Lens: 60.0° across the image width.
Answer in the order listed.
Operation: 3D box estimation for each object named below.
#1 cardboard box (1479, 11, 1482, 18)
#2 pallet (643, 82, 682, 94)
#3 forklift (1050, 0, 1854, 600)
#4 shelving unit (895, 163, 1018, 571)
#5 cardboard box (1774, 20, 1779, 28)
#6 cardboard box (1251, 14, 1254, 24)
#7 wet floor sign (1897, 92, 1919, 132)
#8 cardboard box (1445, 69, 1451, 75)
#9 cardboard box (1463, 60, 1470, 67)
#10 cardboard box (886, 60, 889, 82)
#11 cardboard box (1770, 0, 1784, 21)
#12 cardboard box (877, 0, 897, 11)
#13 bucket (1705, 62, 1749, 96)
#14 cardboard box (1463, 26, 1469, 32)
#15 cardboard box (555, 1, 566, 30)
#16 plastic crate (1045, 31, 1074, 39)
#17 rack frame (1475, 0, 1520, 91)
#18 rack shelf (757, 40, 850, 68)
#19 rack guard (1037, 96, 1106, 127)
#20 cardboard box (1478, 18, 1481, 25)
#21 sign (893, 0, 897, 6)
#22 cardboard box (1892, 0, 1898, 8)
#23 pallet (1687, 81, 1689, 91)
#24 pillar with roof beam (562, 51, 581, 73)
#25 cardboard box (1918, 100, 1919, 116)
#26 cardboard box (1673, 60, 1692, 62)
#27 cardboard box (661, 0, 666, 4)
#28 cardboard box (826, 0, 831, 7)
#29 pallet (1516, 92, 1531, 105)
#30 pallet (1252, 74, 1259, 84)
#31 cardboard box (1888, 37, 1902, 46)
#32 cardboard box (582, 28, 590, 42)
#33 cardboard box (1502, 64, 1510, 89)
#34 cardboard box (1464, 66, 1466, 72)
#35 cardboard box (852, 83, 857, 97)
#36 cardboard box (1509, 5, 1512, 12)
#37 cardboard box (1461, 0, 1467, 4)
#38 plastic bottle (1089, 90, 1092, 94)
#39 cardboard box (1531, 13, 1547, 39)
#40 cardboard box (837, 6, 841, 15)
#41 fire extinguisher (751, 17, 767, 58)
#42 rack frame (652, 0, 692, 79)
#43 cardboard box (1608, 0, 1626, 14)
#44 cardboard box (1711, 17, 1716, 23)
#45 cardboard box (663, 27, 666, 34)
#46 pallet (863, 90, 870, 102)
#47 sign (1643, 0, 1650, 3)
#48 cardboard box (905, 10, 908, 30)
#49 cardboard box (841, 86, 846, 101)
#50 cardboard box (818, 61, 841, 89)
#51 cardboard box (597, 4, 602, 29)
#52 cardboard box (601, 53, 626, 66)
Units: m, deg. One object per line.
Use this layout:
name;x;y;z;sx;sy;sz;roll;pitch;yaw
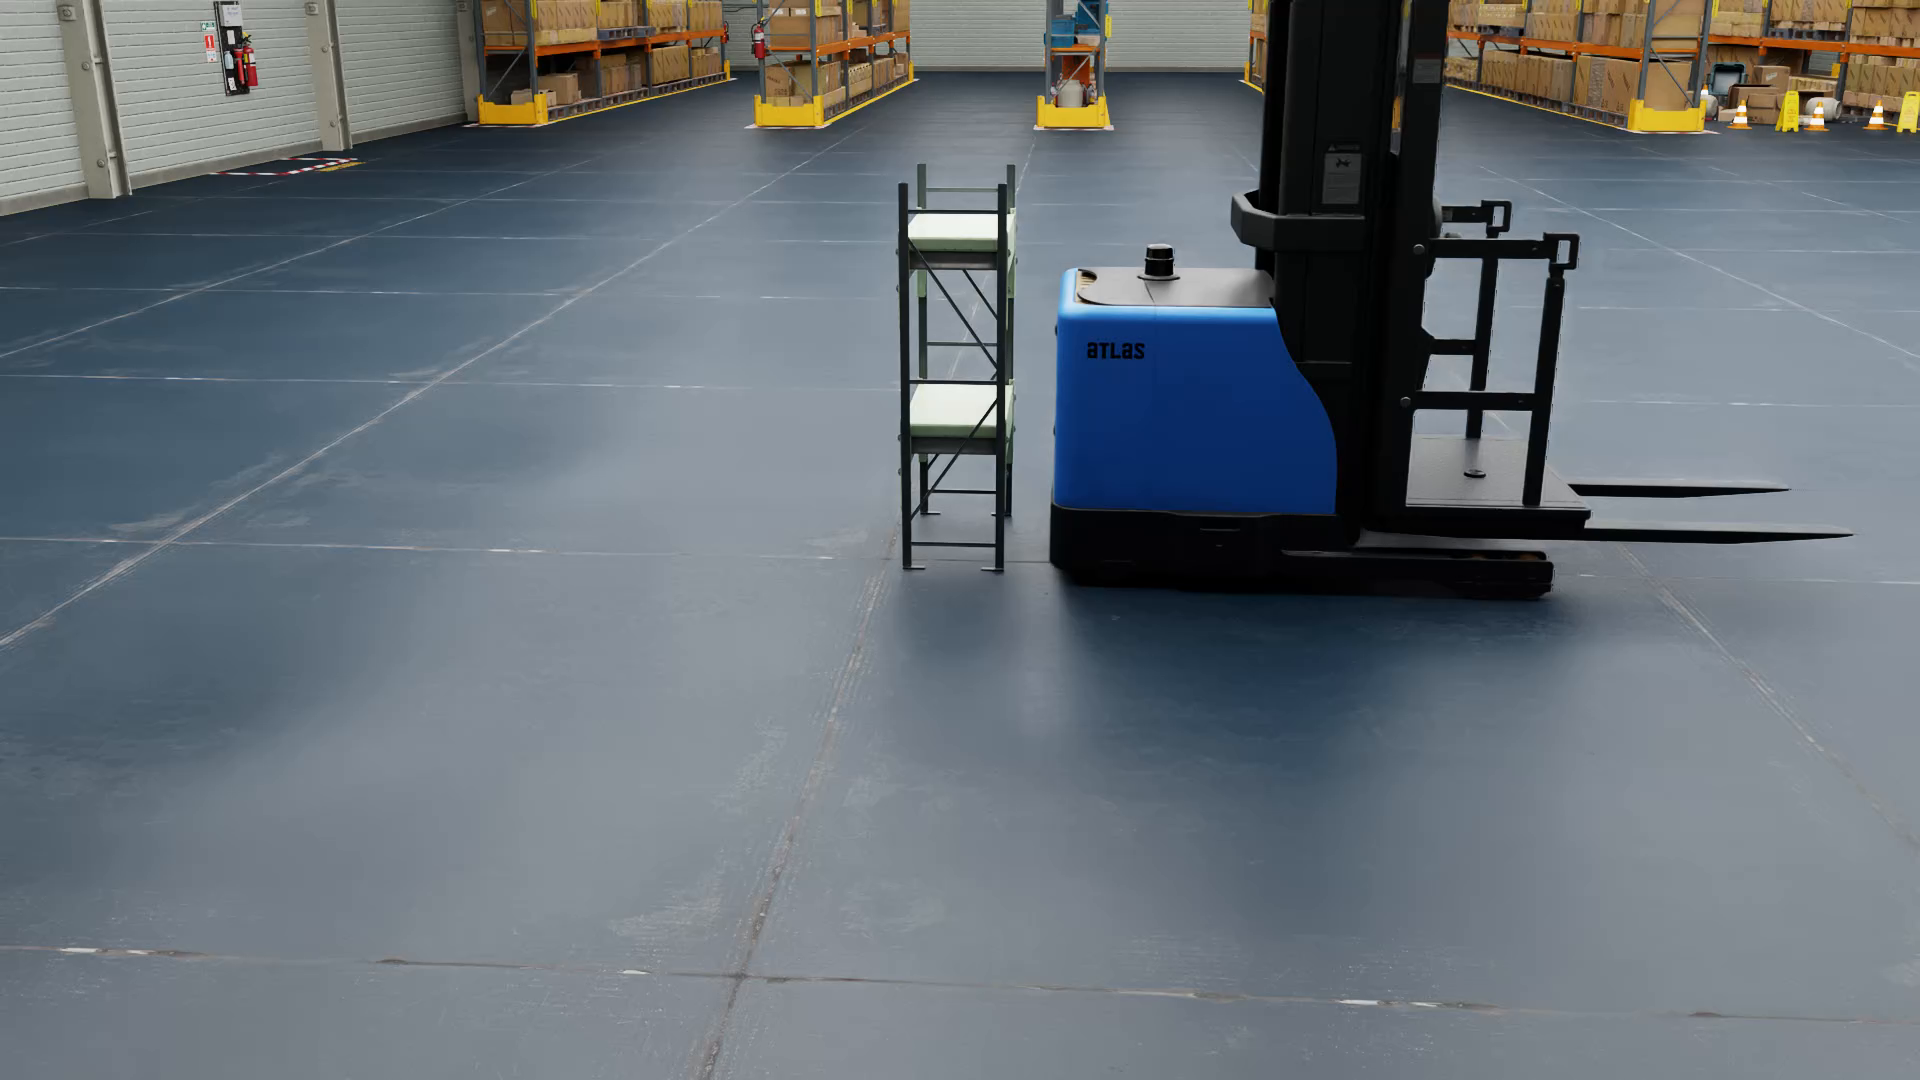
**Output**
cardboard box;12.218;-12.155;38.454;0.380;0.149;0.250;2;18;5
pallet;-7.122;-10.573;38.852;1.003;0.211;1.213;1;18;4
forklift;1.890;-1.342;6.310;3.031;2.935;1.130;1;18;4
shelving unit;0.000;-0.711;6.683;0.431;1.500;0.755;1;18;4
cardboard box;17.154;-10.708;34.514;0.380;0.149;0.250;0;18;1
cardboard box;7.748;-13.357;42.634;0.500;0.250;0.500;1;18;2
wet floor sign;15.708;-7.086;27.512;0.267;0.644;0.232;8;20;23
cardboard box;12.635;-11.978;42.563;0.380;0.149;0.250;2;18;5
cardboard box;12.484;-11.613;40.494;0.380;0.149;0.250;0;18;1
cardboard box;-1.945;-10.963;38.870;0.500;0.500;0.500;2;18;5
cardboard box;17.100;-10.978;34.297;0.500;0.500;0.500;1;18;2
cardboard box;-1.801;-13.073;40.236;0.500;0.500;0.500;2;18;5
bucket;14.421;-8.634;31.272;0.726;0.611;0.620;8;10;23
cardboard box;12.532;-12.508;40.681;0.380;0.149;0.250;2;18;5
cardboard box;-7.494;-9.543;30.233;0.500;0.500;0.500;1;18;2
plastic crate;1.754;-8.865;29.398;0.499;0.251;0.408;1;18;4
rack frame;12.705;-12.046;38.868;1.000;3.000;0.127;1;18;4
rack shelf;-2.832;-8.963;30.614;1.077;0.370;4.000;1;18;4
rack guard;1.923;-7.408;28.730;1.175;0.500;0.348;1;18;4
cardboard box;12.218;-12.014;38.500;0.380;0.149;0.250;0;18;1
sign;-1.562;-12.949;39.766;0.100;0.325;0.005;1;18;4
cardboard box;16.760;-9.537;28.967;0.700;0.500;0.500;1;18;4
pallet;17.782;-10.876;39.776;1.003;0.211;1.213;1;18;4
pillar with roof beam;-4.005;-13.648;34.122;9.100;9.000;0.400;1;18;4
cardboard box;16.581;-7.397;28.423;0.500;0.250;0.500;1;18;4
cardboard box;17.865;-11.420;40.397;0.875;0.438;0.875;1;18;2
cardboard box;-6.984;-12.290;37.737;0.500;0.250;0.500;1;18;4
cardboard box;-2.786;-10.139;30.805;0.700;0.500;0.500;1;18;4
pallet;12.287;-9.235;34.769;1.003;0.211;1.213;1;18;4
pallet;8.073;-11.855;42.764;1.003;0.211;1.213;1;18;4
cardboard box;16.642;-8.796;29.354;0.380;0.149;0.250;1;18;4
cardboard box;-7.406;-9.665;31.810;0.500;0.250;0.500;1;18;4
cardboard box;12.246;-10.187;36.534;0.500;0.500;0.500;2;18;6
cardboard box;12.573;-11.543;40.760;0.380;0.149;0.250;0;18;1
cardboard box;-2.375;-9.097;33.610;0.500;0.250;0.500;2;18;5
cardboard box;12.016;-11.407;35.692;0.380;0.149;0.250;1;18;3
cardboard box;12.572;-13.343;40.581;0.500;0.500;0.500;1;18;2
plastic bottle;2.430;-8.147;30.644;0.097;0.271;0.097;0;18;0
cardboard box;12.083;-10.560;34.172;0.500;0.500;0.500;1;18;3
cardboard box;-2.495;-10.192;32.009;0.380;0.149;0.250;1;18;4
fire extinguisher;-3.448;-8.620;28.538;0.296;0.674;0.183;1;18;4
rack frame;-7.057;-12.520;40.314;1.000;3.000;0.127;1;18;4
cardboard box;11.941;-9.529;29.212;0.875;0.550;0.500;1;18;4
cardboard box;17.327;-11.840;37.678;0.500;0.250;0.500;2;18;5
cardboard box;-6.990;-11.741;38.310;0.380;0.149;0.250;1;18;4
pallet;-2.500;-9.588;35.845;1.003;0.211;1.213;1;18;4
sign;11.305;-8.998;27.327;0.100;0.325;0.005;1;18;4
cardboard box;-1.623;-13.394;42.821;0.500;0.500;0.500;1;18;4
cardboard box;-2.504;-8.670;32.306;0.500;0.250;0.500;1;18;4
cardboard box;-2.552;-8.871;31.716;0.500;0.500;0.500;1;18;4
cardboard box;-7.560;-10.449;33.127;0.700;0.500;0.500;1;18;4
cardboard box;-7.446;-10.255;35.505;0.500;0.250;0.500;2;18;5
